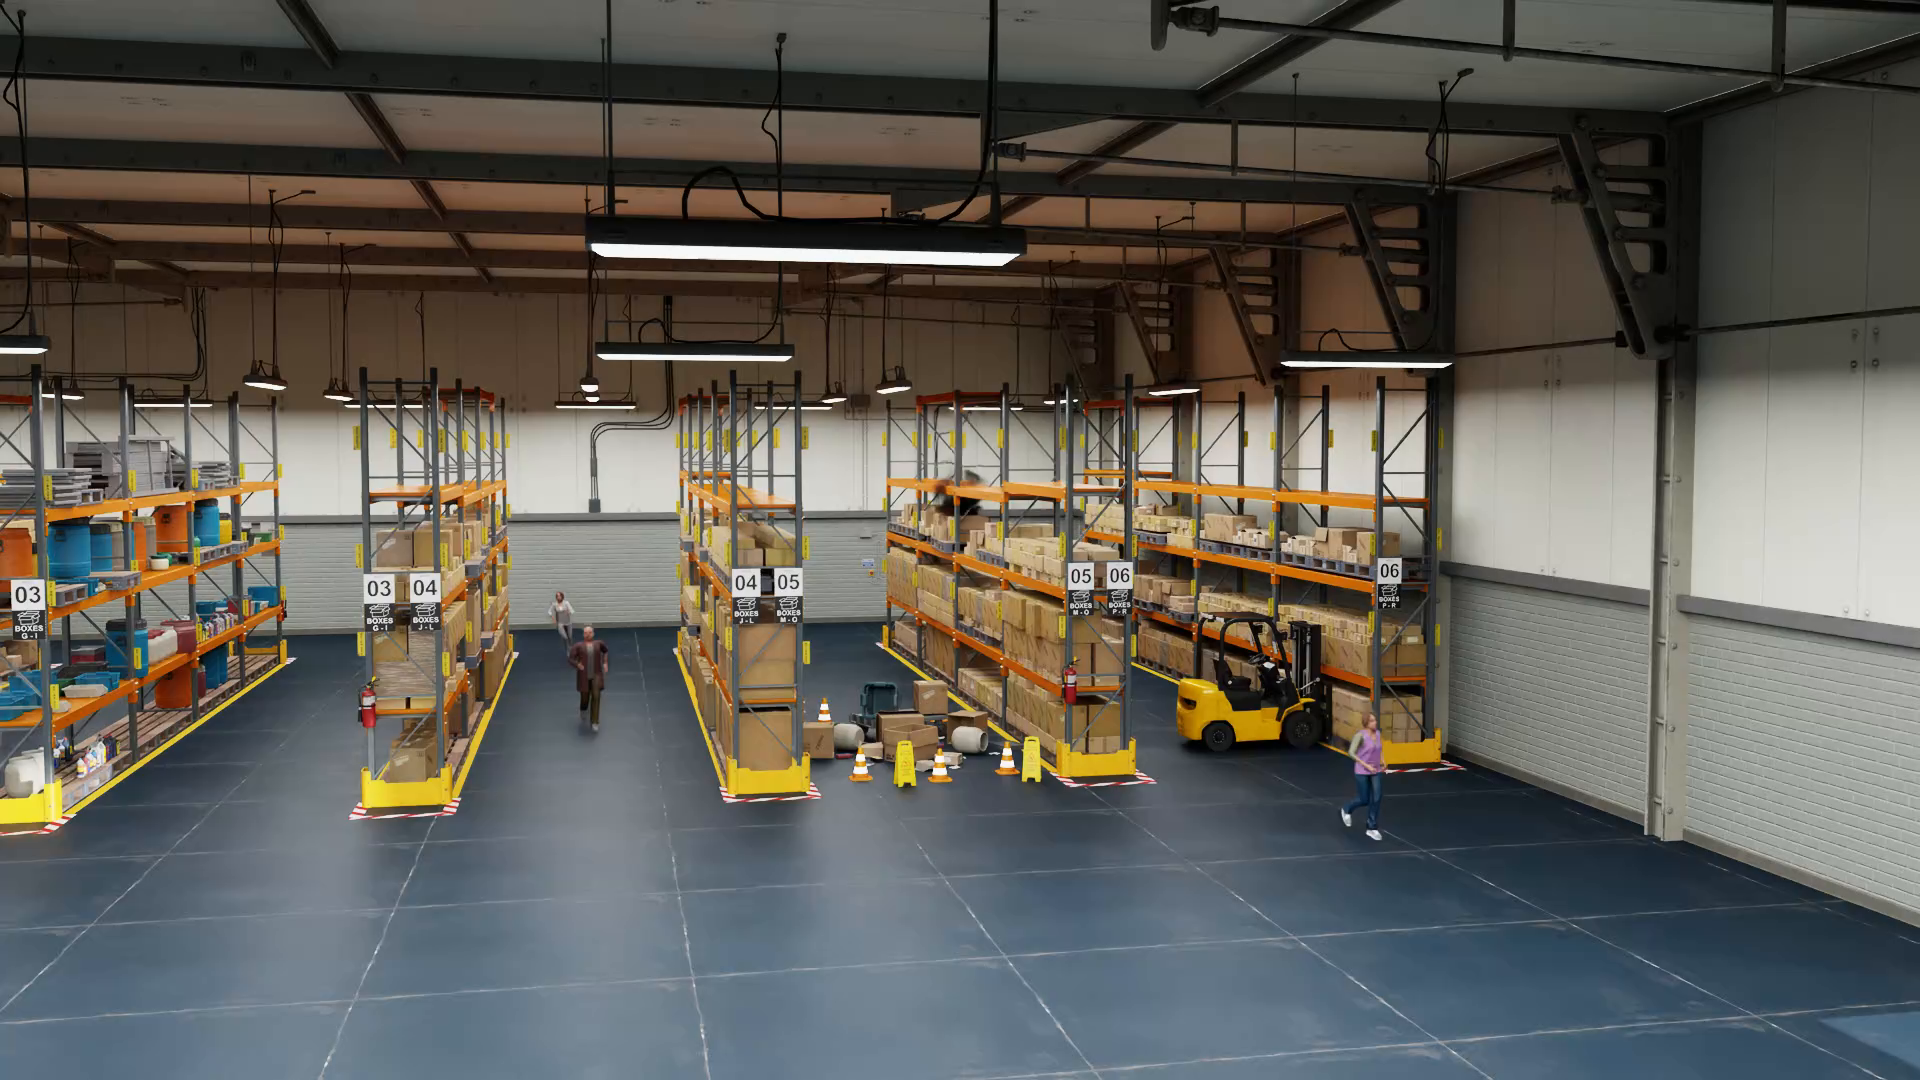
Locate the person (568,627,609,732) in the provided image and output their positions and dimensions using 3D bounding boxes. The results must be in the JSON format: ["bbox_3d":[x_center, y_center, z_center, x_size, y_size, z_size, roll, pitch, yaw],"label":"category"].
[{"bbox_3d":[-6.448,2.396,28.967,0.722,1.778,1.067,-1,4,-18],"label":"person"}]

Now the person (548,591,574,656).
[{"bbox_3d":[-9.064,1.961,37.883,0.559,1.606,0.693,-2,4,-25],"label":"person"}]

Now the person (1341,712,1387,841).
[{"bbox_3d":[5.149,2.965,21.118,0.566,1.599,0.684,-2,4,-27],"label":"person"}]
